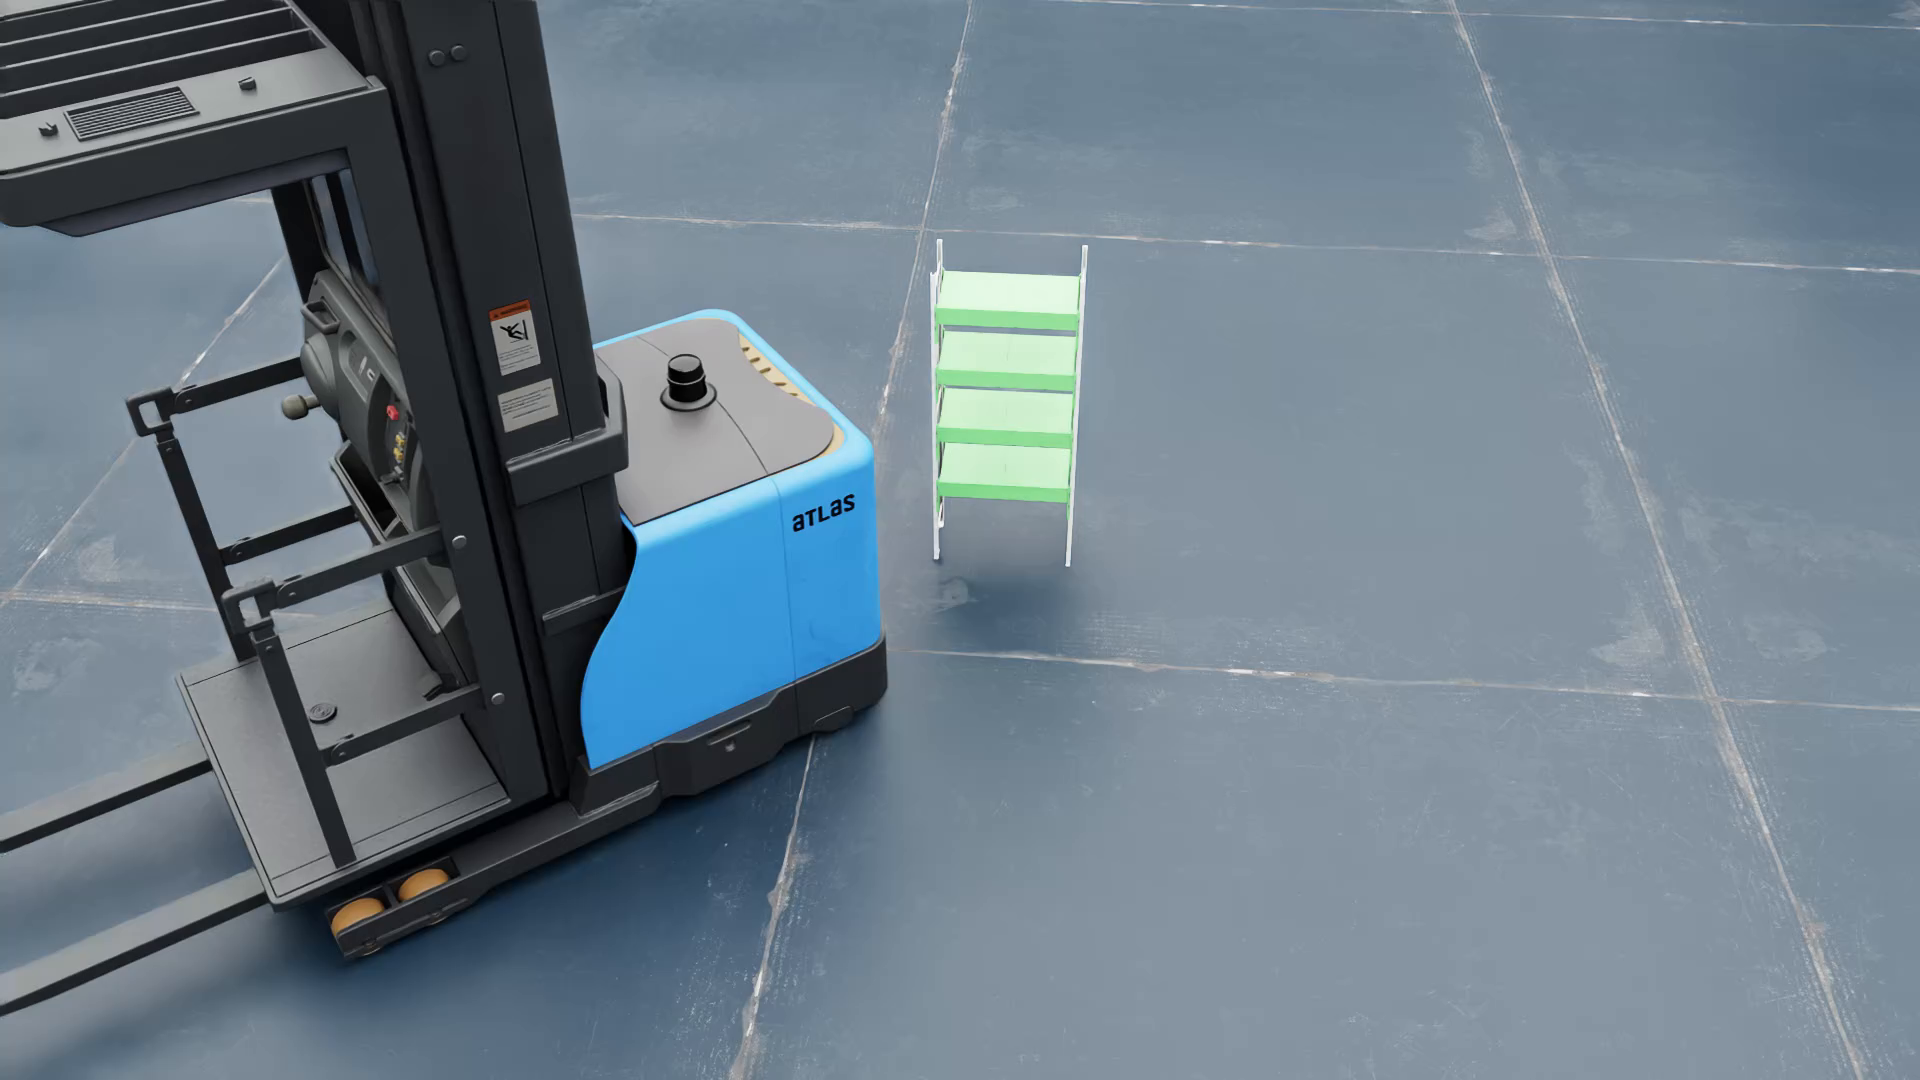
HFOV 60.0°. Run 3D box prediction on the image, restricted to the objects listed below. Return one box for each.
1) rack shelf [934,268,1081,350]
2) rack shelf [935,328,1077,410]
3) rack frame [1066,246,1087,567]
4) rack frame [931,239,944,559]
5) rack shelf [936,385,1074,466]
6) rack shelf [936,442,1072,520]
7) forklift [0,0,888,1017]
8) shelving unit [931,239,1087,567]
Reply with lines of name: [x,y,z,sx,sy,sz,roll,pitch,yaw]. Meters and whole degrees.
rack shelf: [0.165,-0.779,5.597,0.480,0.148,0.258,3,39,4]
rack shelf: [0.165,-0.593,5.749,0.480,0.148,0.258,3,39,4]
rack frame: [0.408,-0.443,5.844,0.015,1.200,0.240,3,39,4]
rack frame: [-0.078,-0.470,5.876,0.015,1.200,0.240,3,39,4]
rack shelf: [0.165,-0.407,5.900,0.480,0.148,0.258,3,39,4]
rack shelf: [0.165,-0.221,6.052,0.480,0.148,0.258,3,39,4]
forklift: [-1.752,-0.325,4.328,3.031,2.935,1.130,-23,44,-25]
shelving unit: [0.165,-0.456,5.860,0.503,1.200,0.258,3,39,4]
